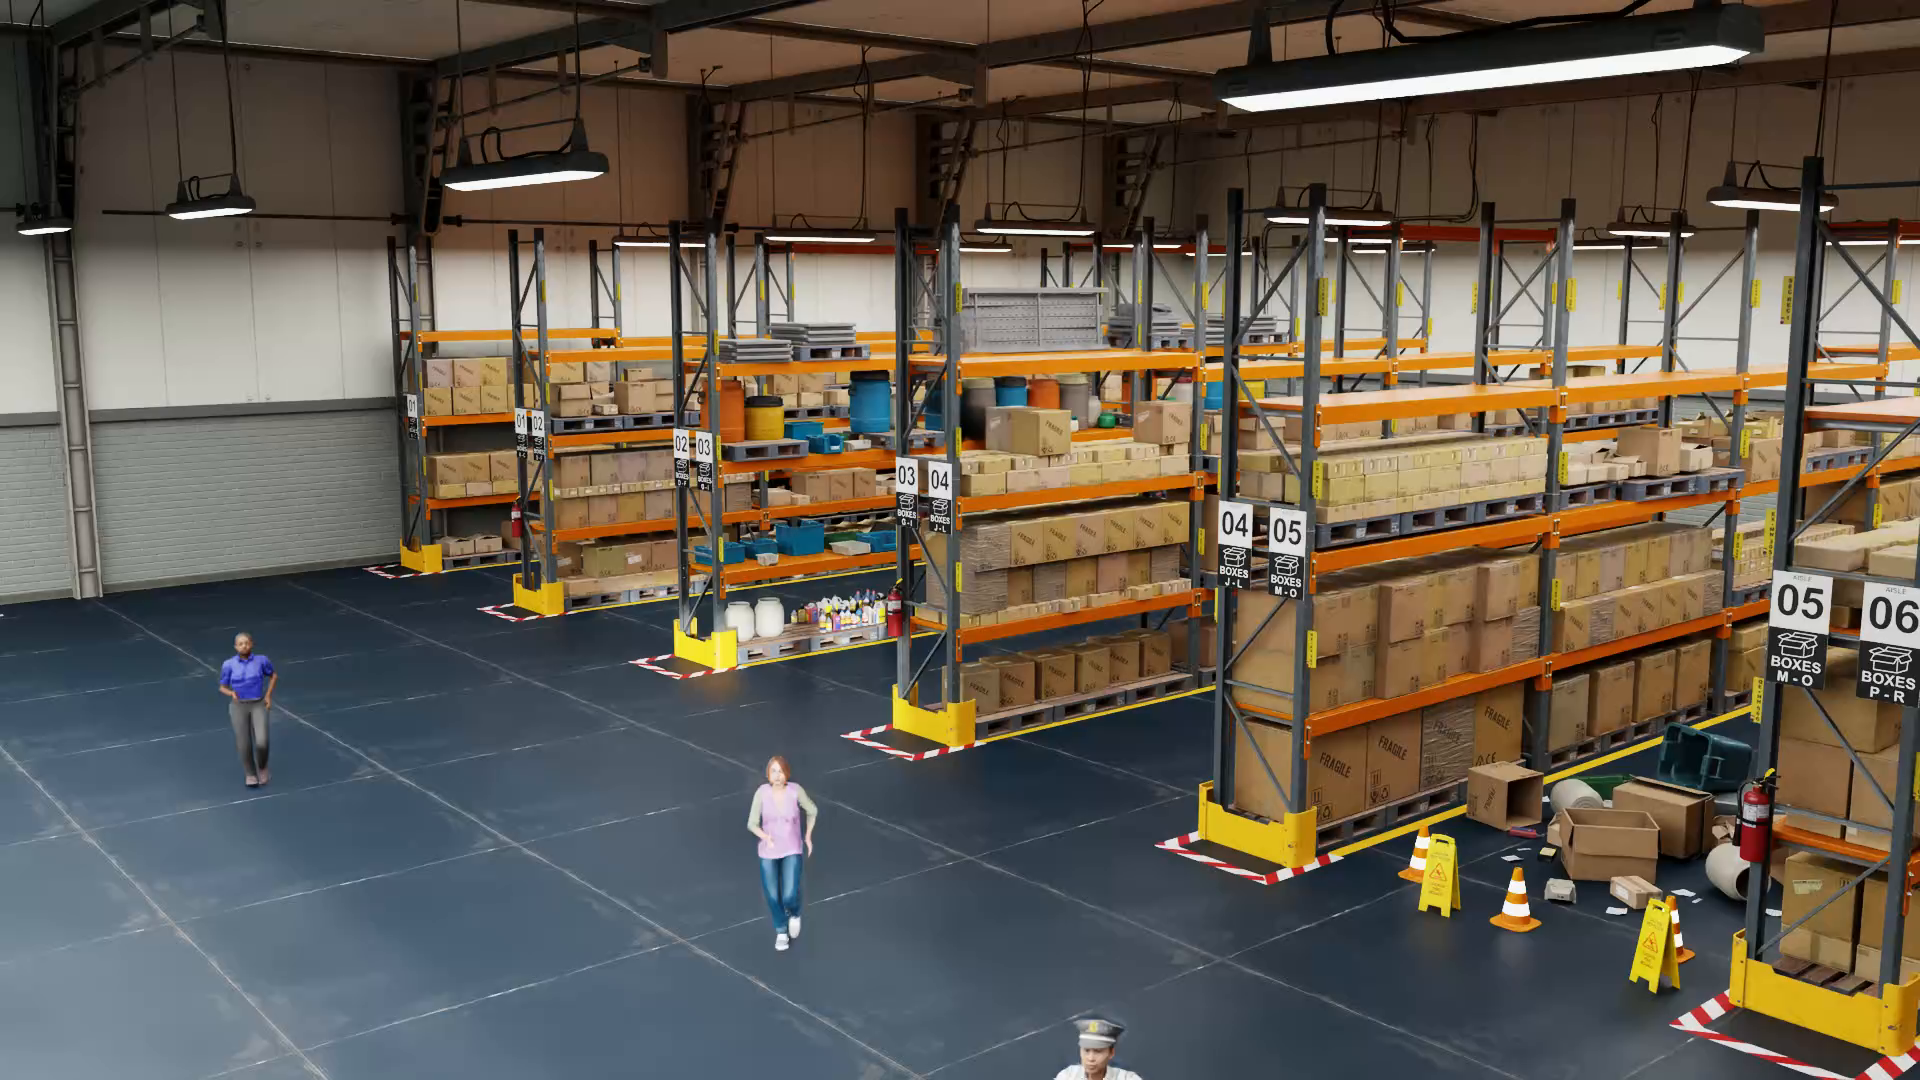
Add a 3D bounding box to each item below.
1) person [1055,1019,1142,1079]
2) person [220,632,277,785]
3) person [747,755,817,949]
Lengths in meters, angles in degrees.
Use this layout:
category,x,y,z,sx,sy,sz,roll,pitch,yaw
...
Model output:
category,x,y,z,sx,sy,sz,roll,pitch,yaw
person,0.694,3.121,8.155,0.613,1.687,0.639,2,9,11
person,-7.272,1.755,17.043,0.554,1.622,0.611,-4,10,-23
person,-1.378,2.438,12.841,0.524,1.563,0.553,0,9,0
